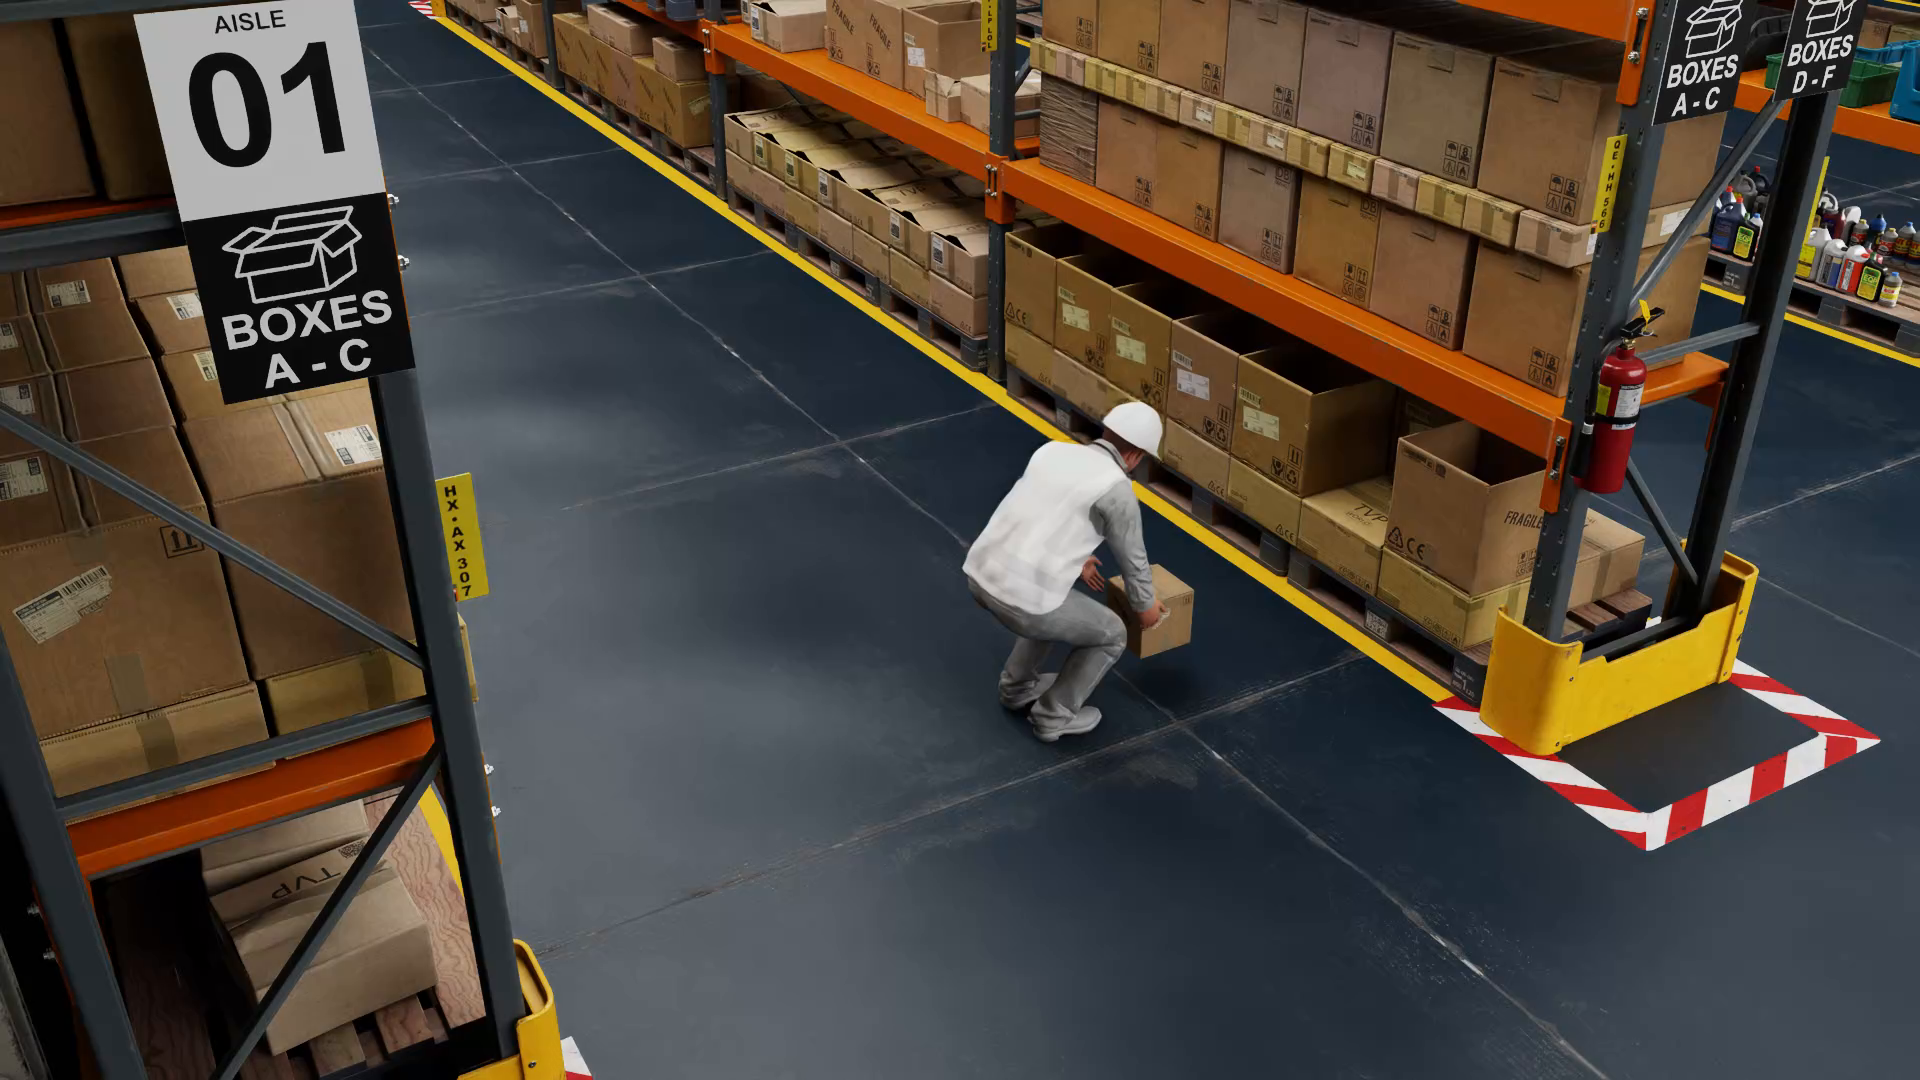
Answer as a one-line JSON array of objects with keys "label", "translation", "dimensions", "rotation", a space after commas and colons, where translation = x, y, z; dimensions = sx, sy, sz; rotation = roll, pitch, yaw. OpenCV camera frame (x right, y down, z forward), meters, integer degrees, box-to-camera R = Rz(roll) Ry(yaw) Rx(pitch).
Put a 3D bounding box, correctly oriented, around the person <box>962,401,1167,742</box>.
[{"label": "person", "translation": [0.408, 0.107, 6.451], "dimensions": [0.836, 1.249, 0.579], "rotation": [-16, 33, -26]}]
